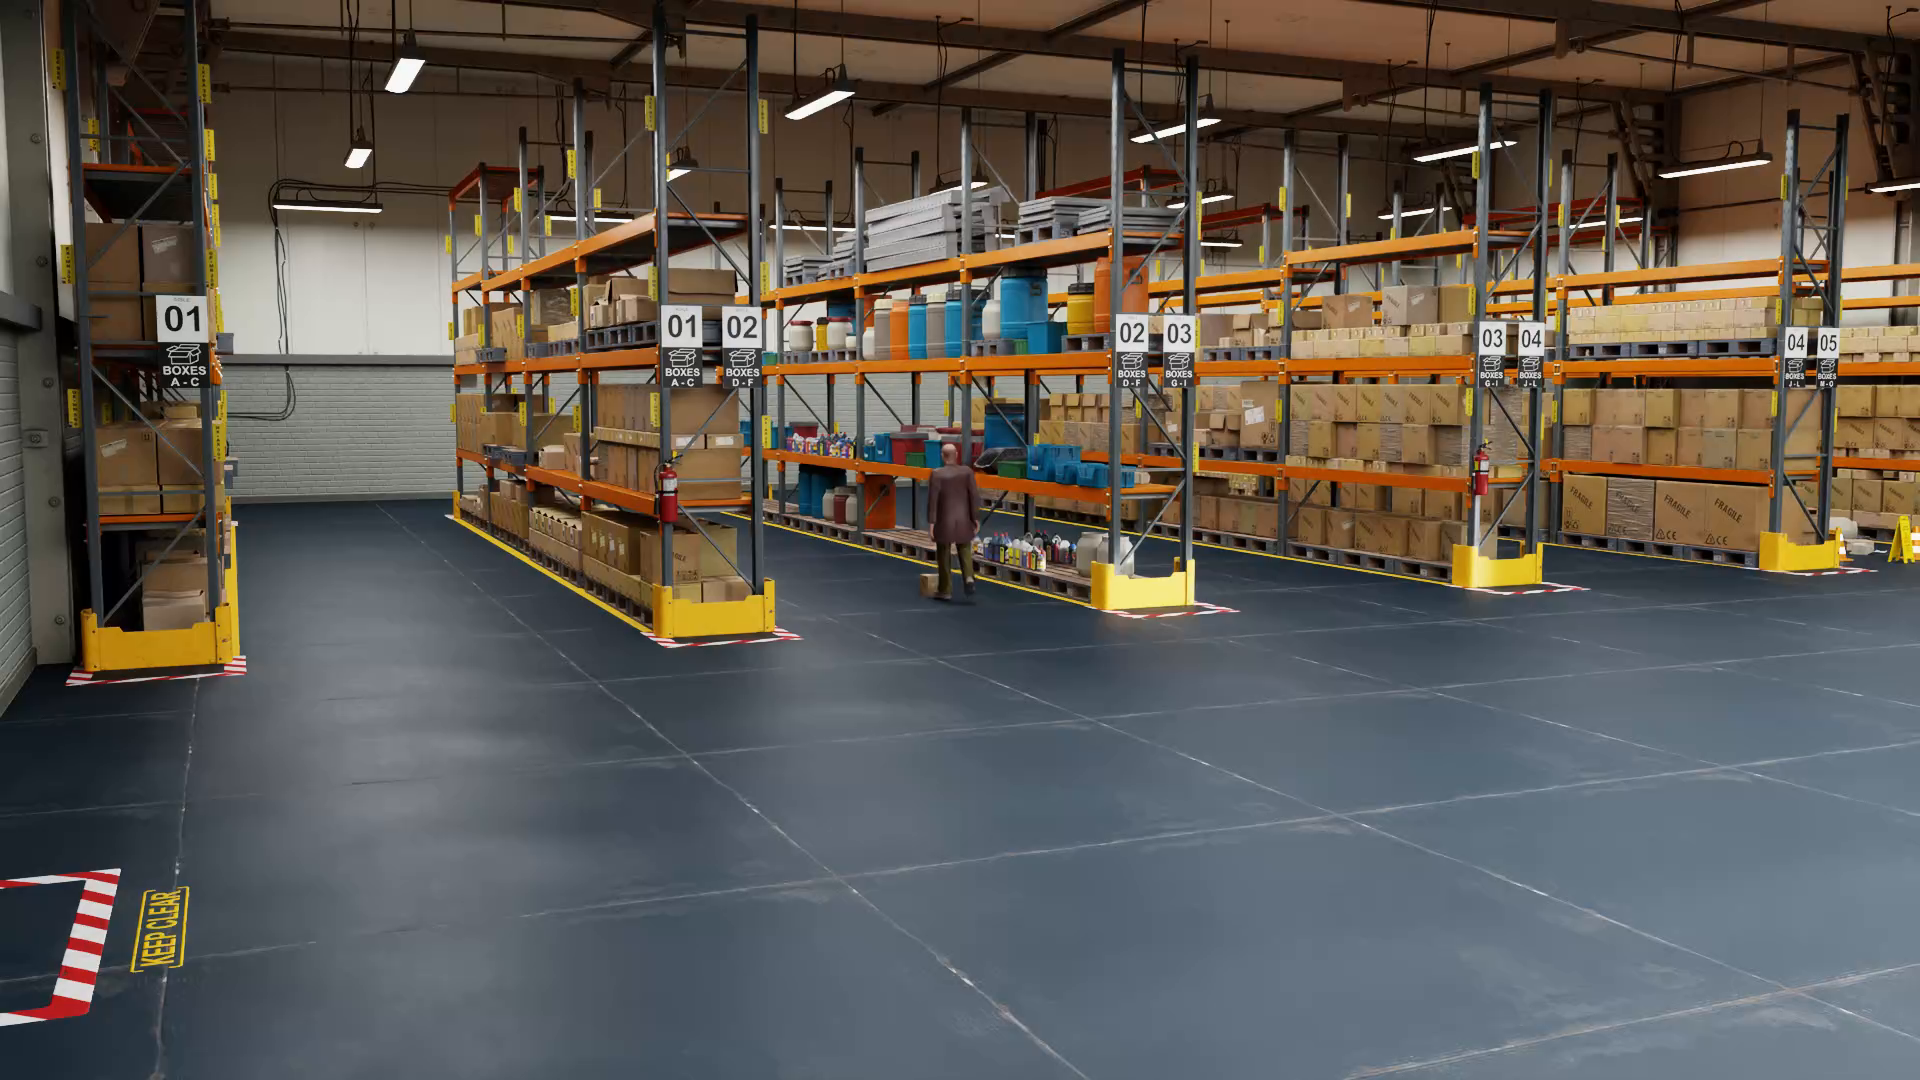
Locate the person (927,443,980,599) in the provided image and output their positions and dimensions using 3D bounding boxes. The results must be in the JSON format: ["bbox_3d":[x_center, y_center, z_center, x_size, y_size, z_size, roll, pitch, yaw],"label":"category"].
[{"bbox_3d":[-0.099,-0.208,18.758,0.613,1.766,0.686,-2,6,-18],"label":"person"}]
